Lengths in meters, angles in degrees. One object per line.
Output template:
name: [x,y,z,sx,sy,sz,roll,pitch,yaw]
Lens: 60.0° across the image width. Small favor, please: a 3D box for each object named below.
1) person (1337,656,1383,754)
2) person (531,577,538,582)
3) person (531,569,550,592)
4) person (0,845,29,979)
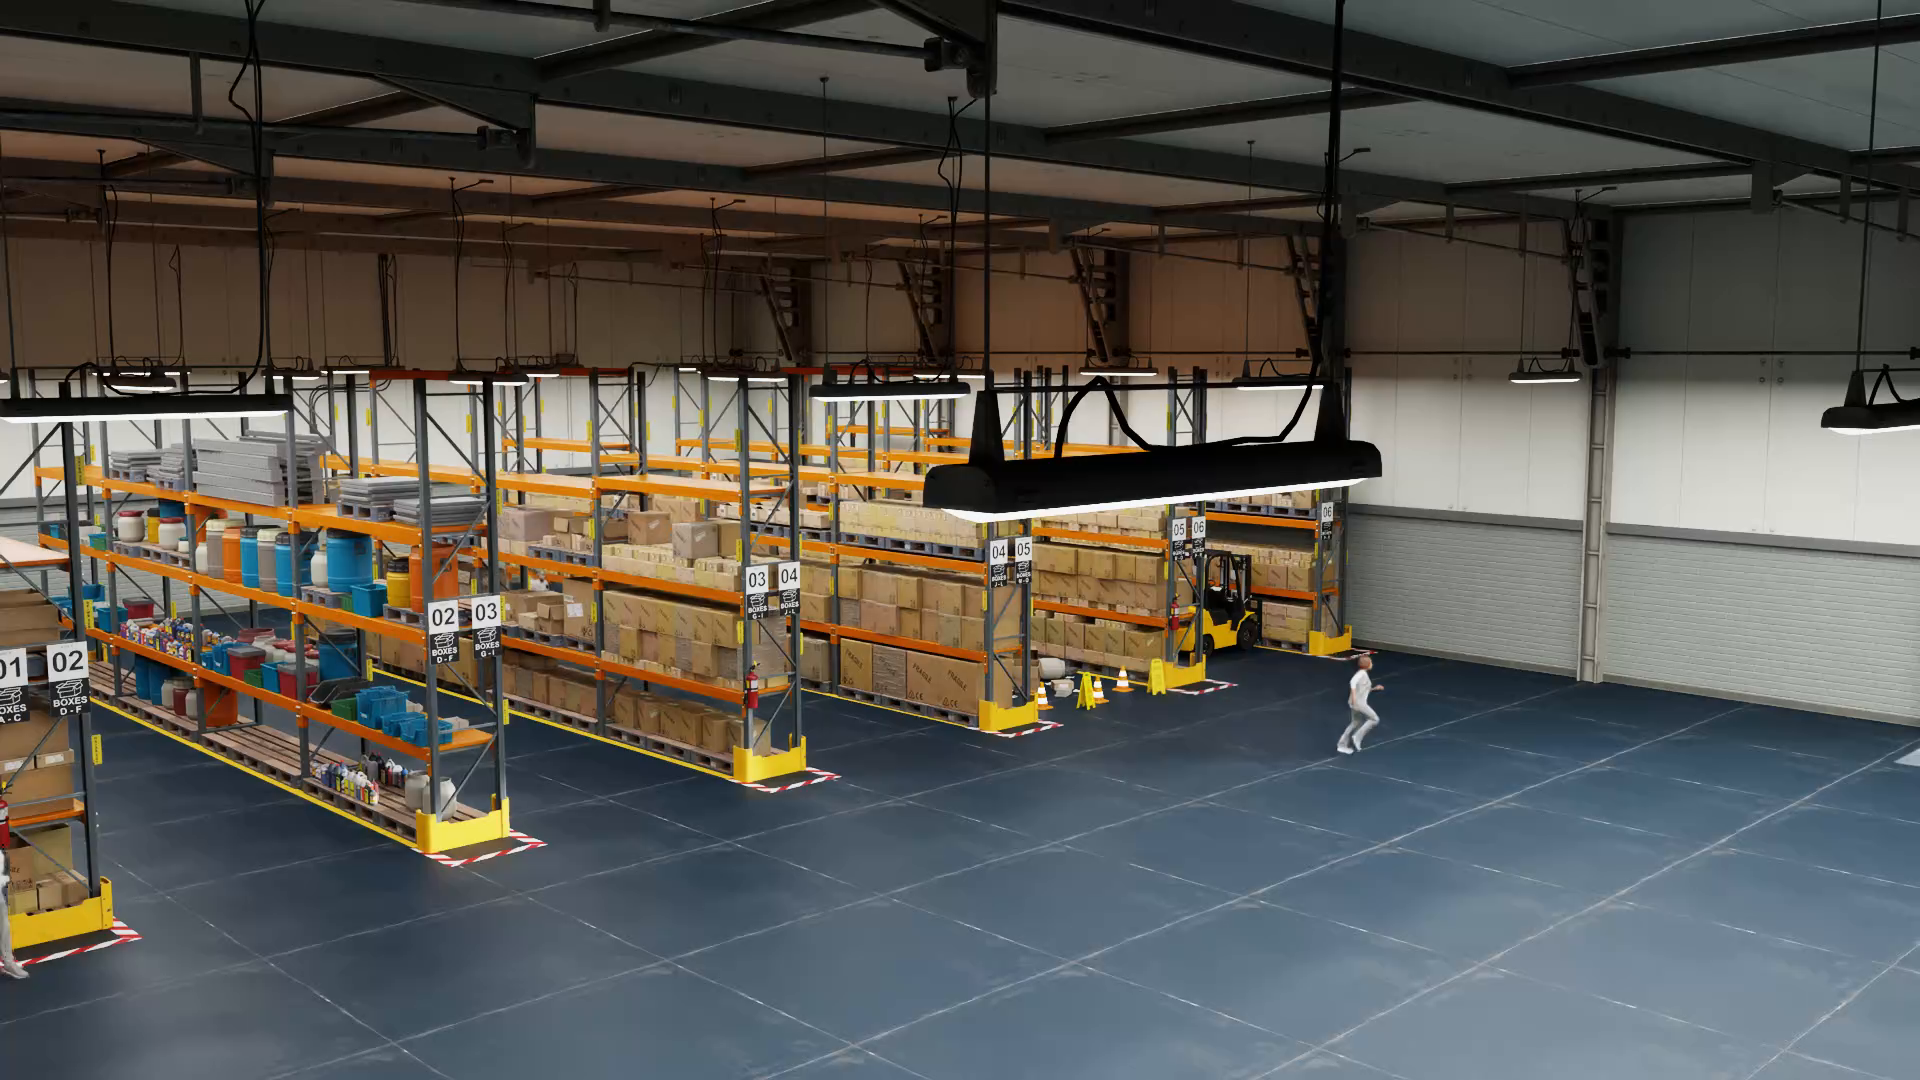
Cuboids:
person: [6.298,2.598,26.129,0.724,1.543,0.565,0,6,2]
person: [-10.456,0.944,40.856,0.527,1.579,0.868,6,9,44]
person: [-9.266,1.431,36.441,0.645,1.653,0.669,-6,9,-44]
person: [-9.883,3.599,16.800,0.822,1.725,0.634,1,6,5]
